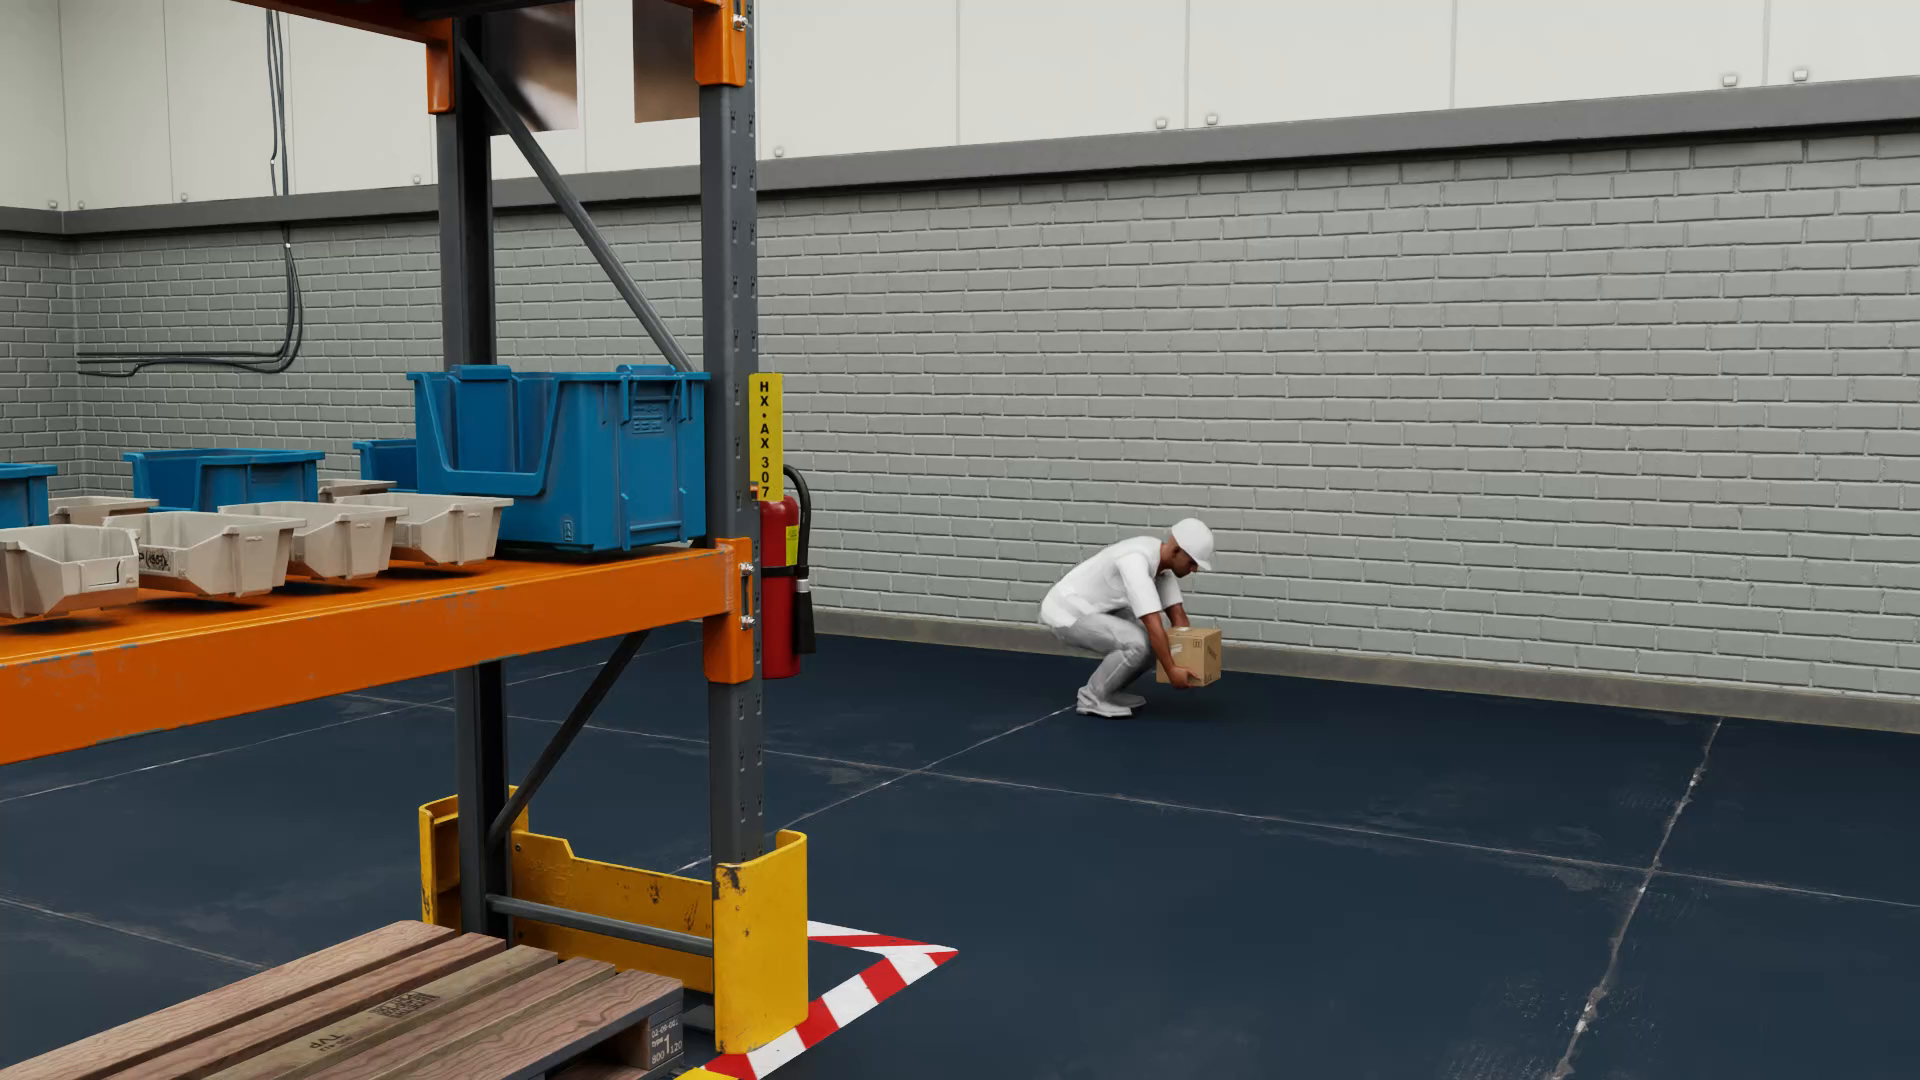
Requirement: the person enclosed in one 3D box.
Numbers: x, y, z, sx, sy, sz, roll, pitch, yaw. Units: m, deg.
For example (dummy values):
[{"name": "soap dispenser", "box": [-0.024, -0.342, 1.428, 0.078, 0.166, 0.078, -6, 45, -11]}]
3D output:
[{"name": "person", "box": [0.874, 0.385, 8.491, 0.887, 1.016, 0.541, 3, 7, 27]}]
